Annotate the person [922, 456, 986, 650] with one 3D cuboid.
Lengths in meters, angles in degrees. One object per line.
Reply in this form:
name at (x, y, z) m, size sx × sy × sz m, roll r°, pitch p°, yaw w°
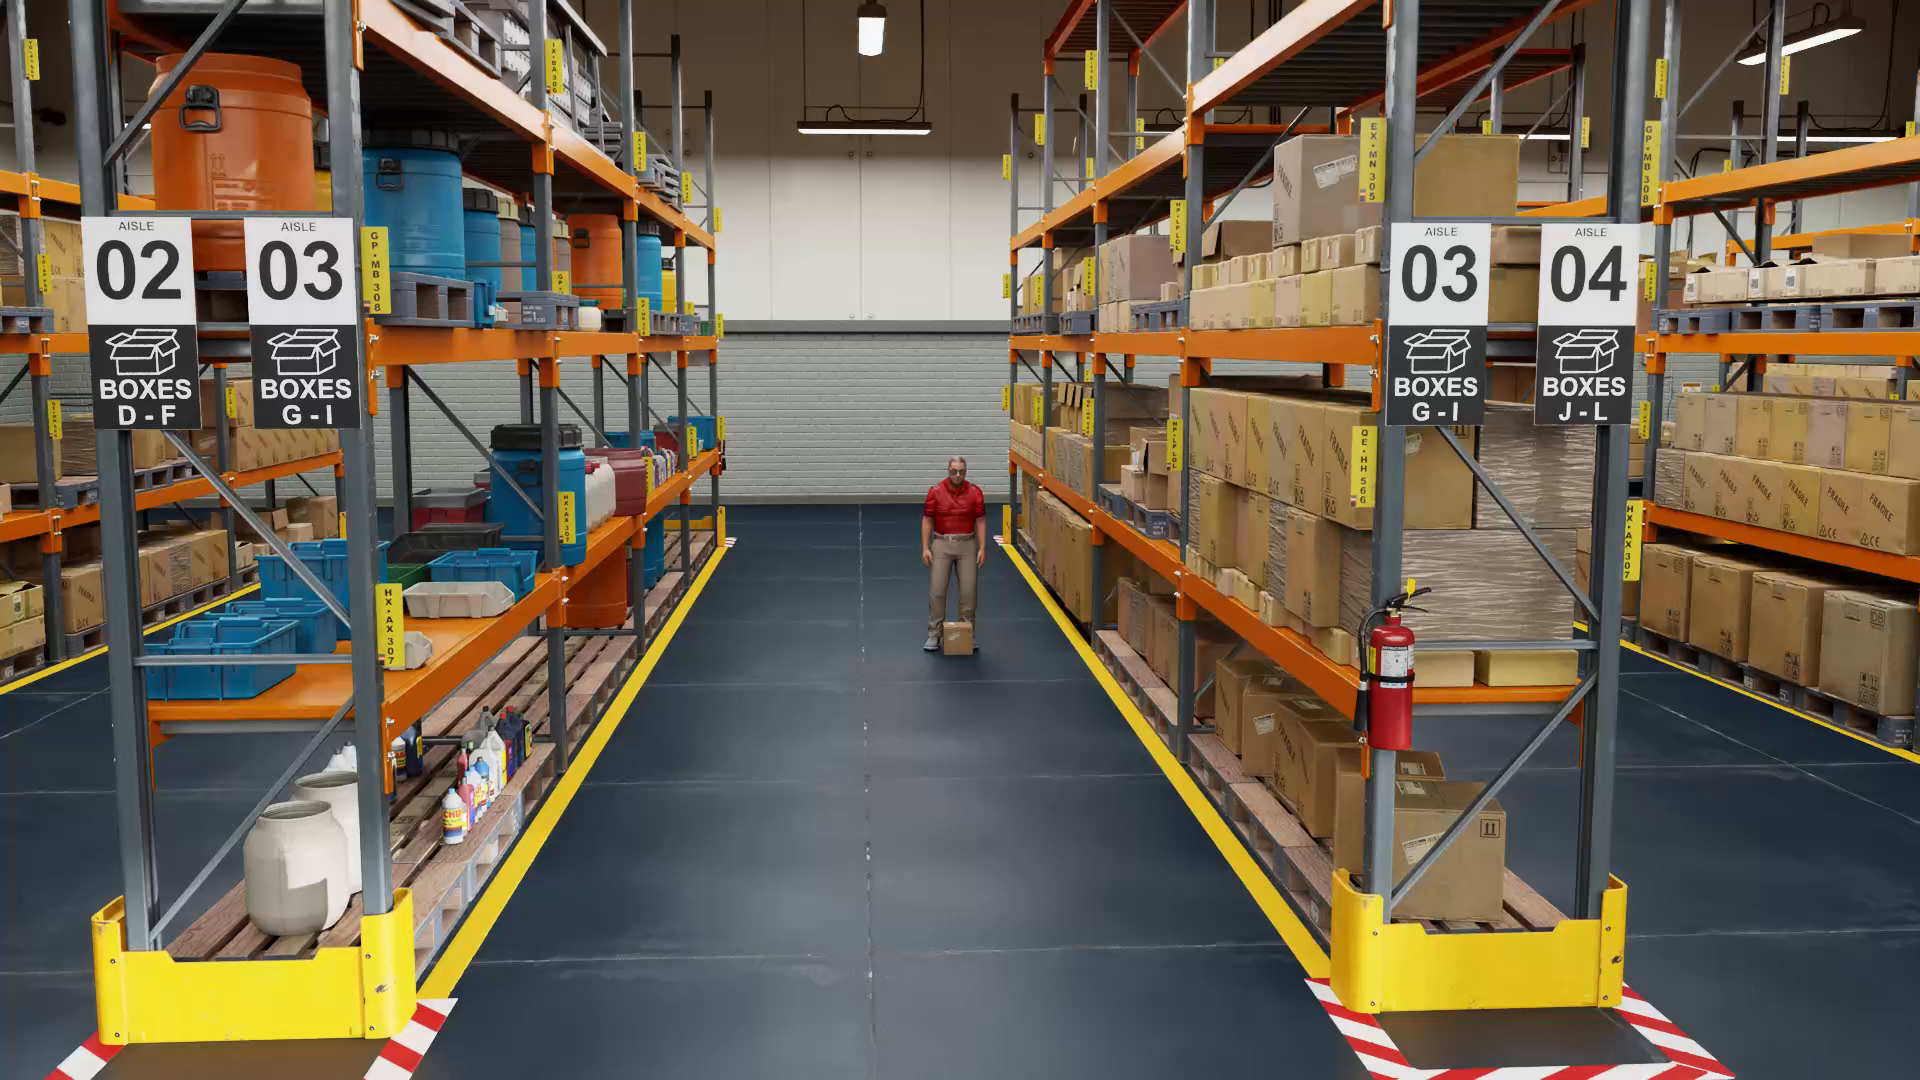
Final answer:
person at (-0.052, 0.108, 14.898) m, size 0.584 × 1.726 × 0.395 m, roll -1°, pitch 7°, yaw -4°
